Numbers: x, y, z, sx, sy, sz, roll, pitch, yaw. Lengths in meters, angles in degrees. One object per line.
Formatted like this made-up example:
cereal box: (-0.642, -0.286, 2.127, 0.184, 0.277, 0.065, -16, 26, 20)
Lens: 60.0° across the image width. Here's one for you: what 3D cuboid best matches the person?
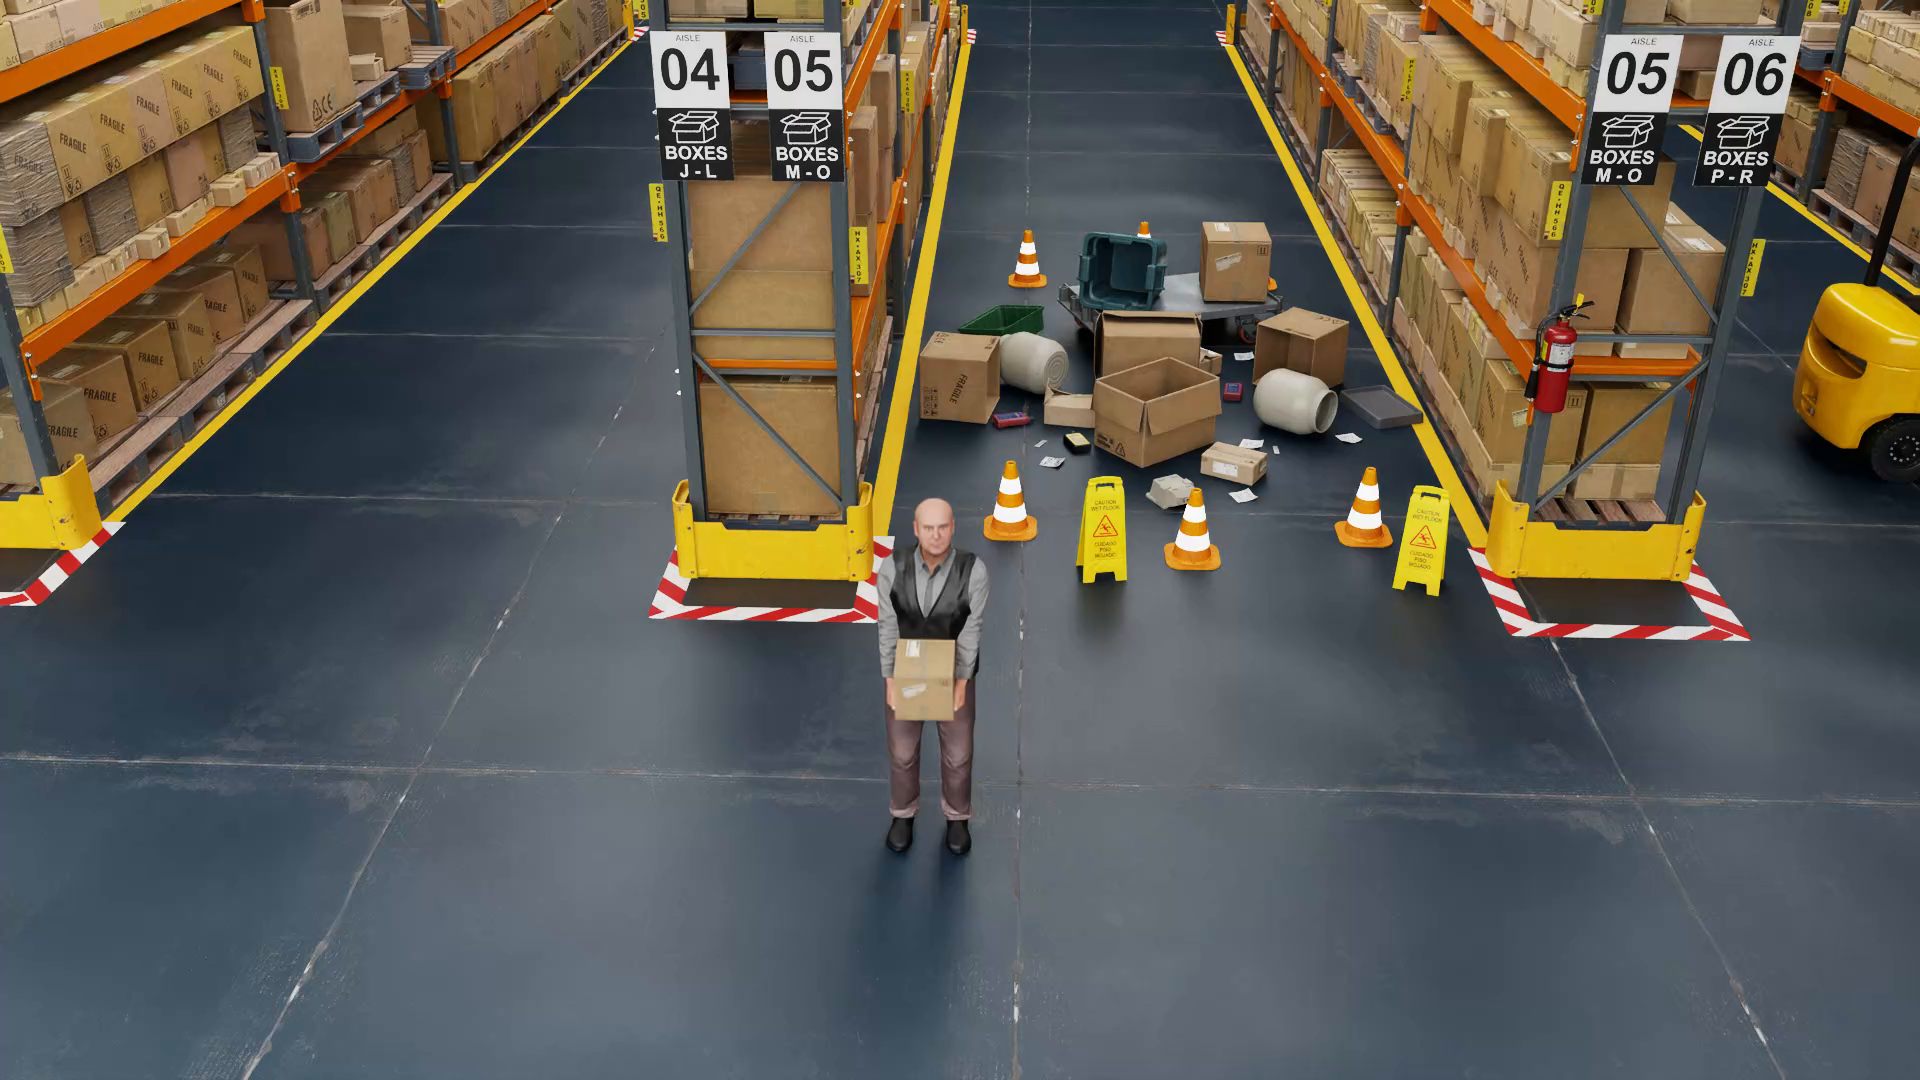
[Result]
person: (-0.123, 0.661, 7.403, 0.494, 1.711, 0.551, 1, 28, 2)
